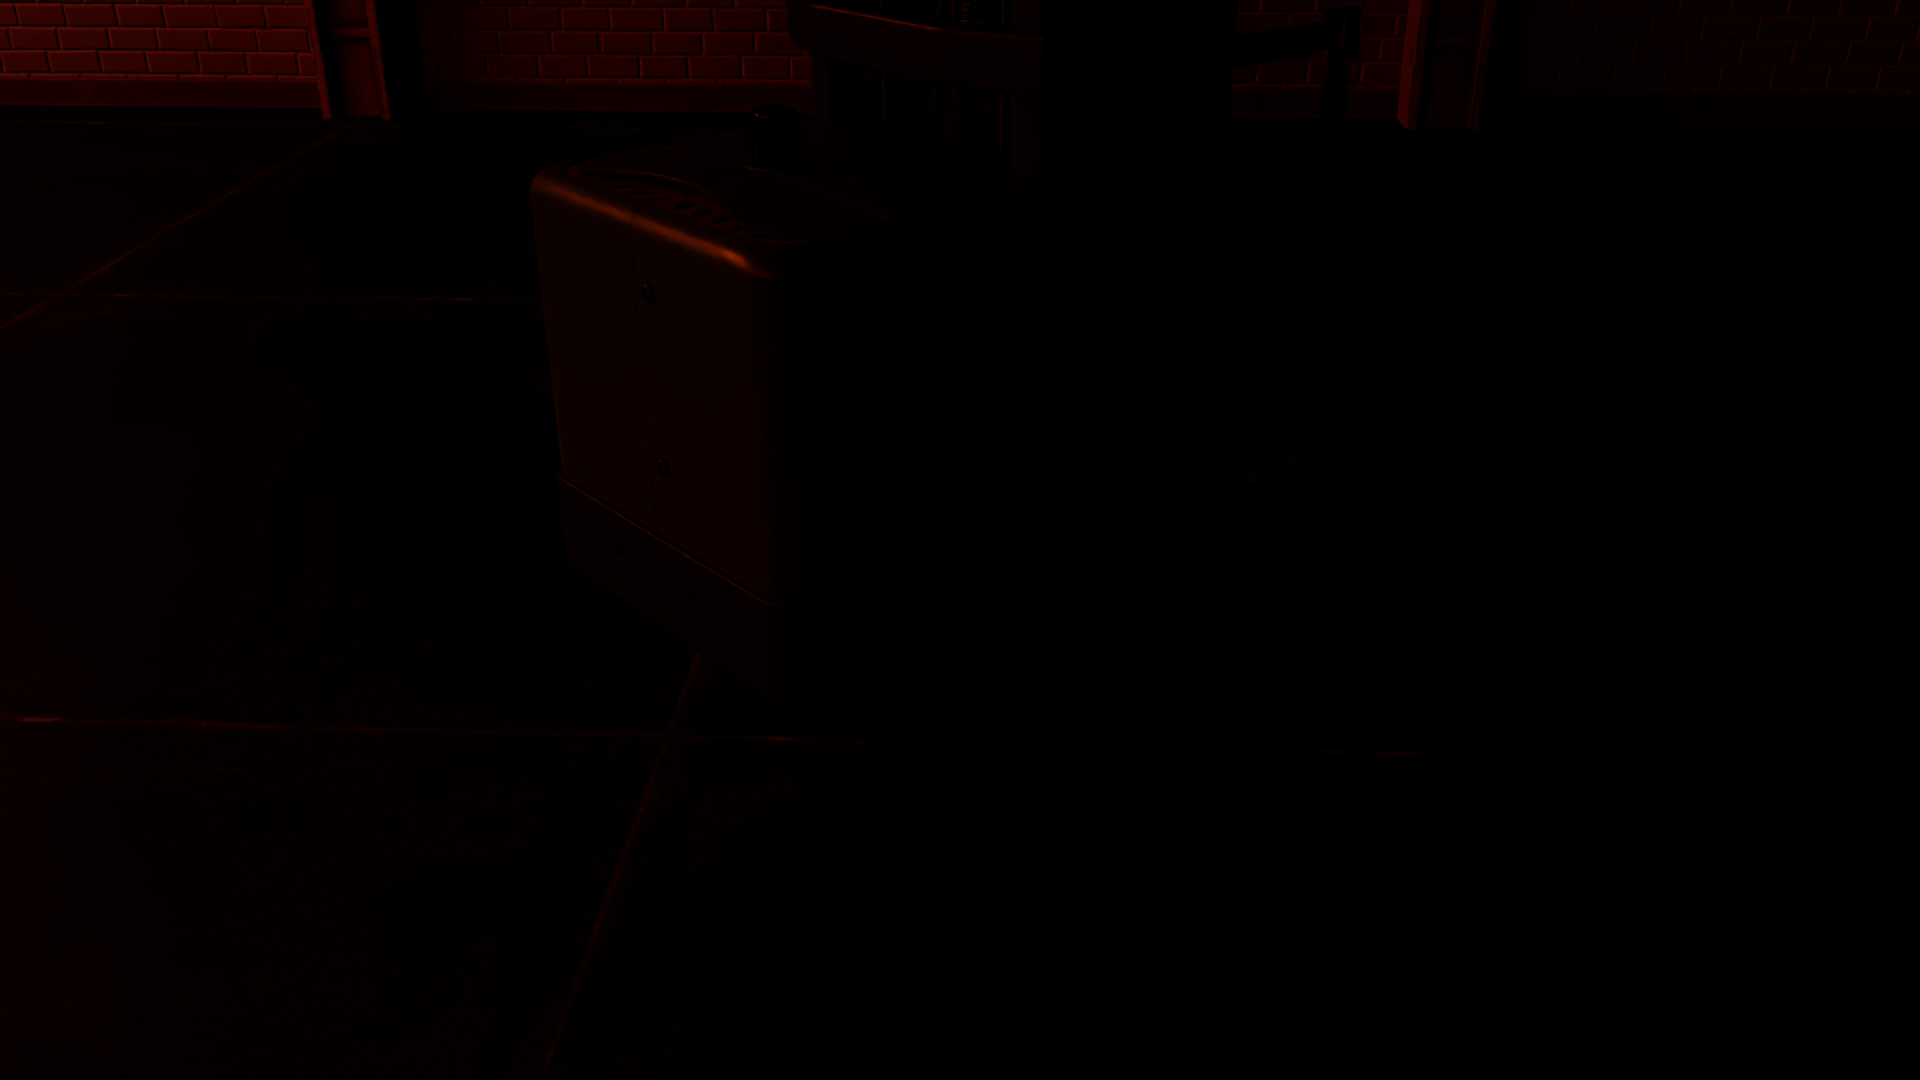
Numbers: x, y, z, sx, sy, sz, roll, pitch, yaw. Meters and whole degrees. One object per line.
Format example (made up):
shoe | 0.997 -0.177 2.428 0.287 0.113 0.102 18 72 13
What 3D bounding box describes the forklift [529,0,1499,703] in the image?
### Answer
forklift | 0.421 -1.492 4.234 3.031 2.935 1.130 -22 33 -37
